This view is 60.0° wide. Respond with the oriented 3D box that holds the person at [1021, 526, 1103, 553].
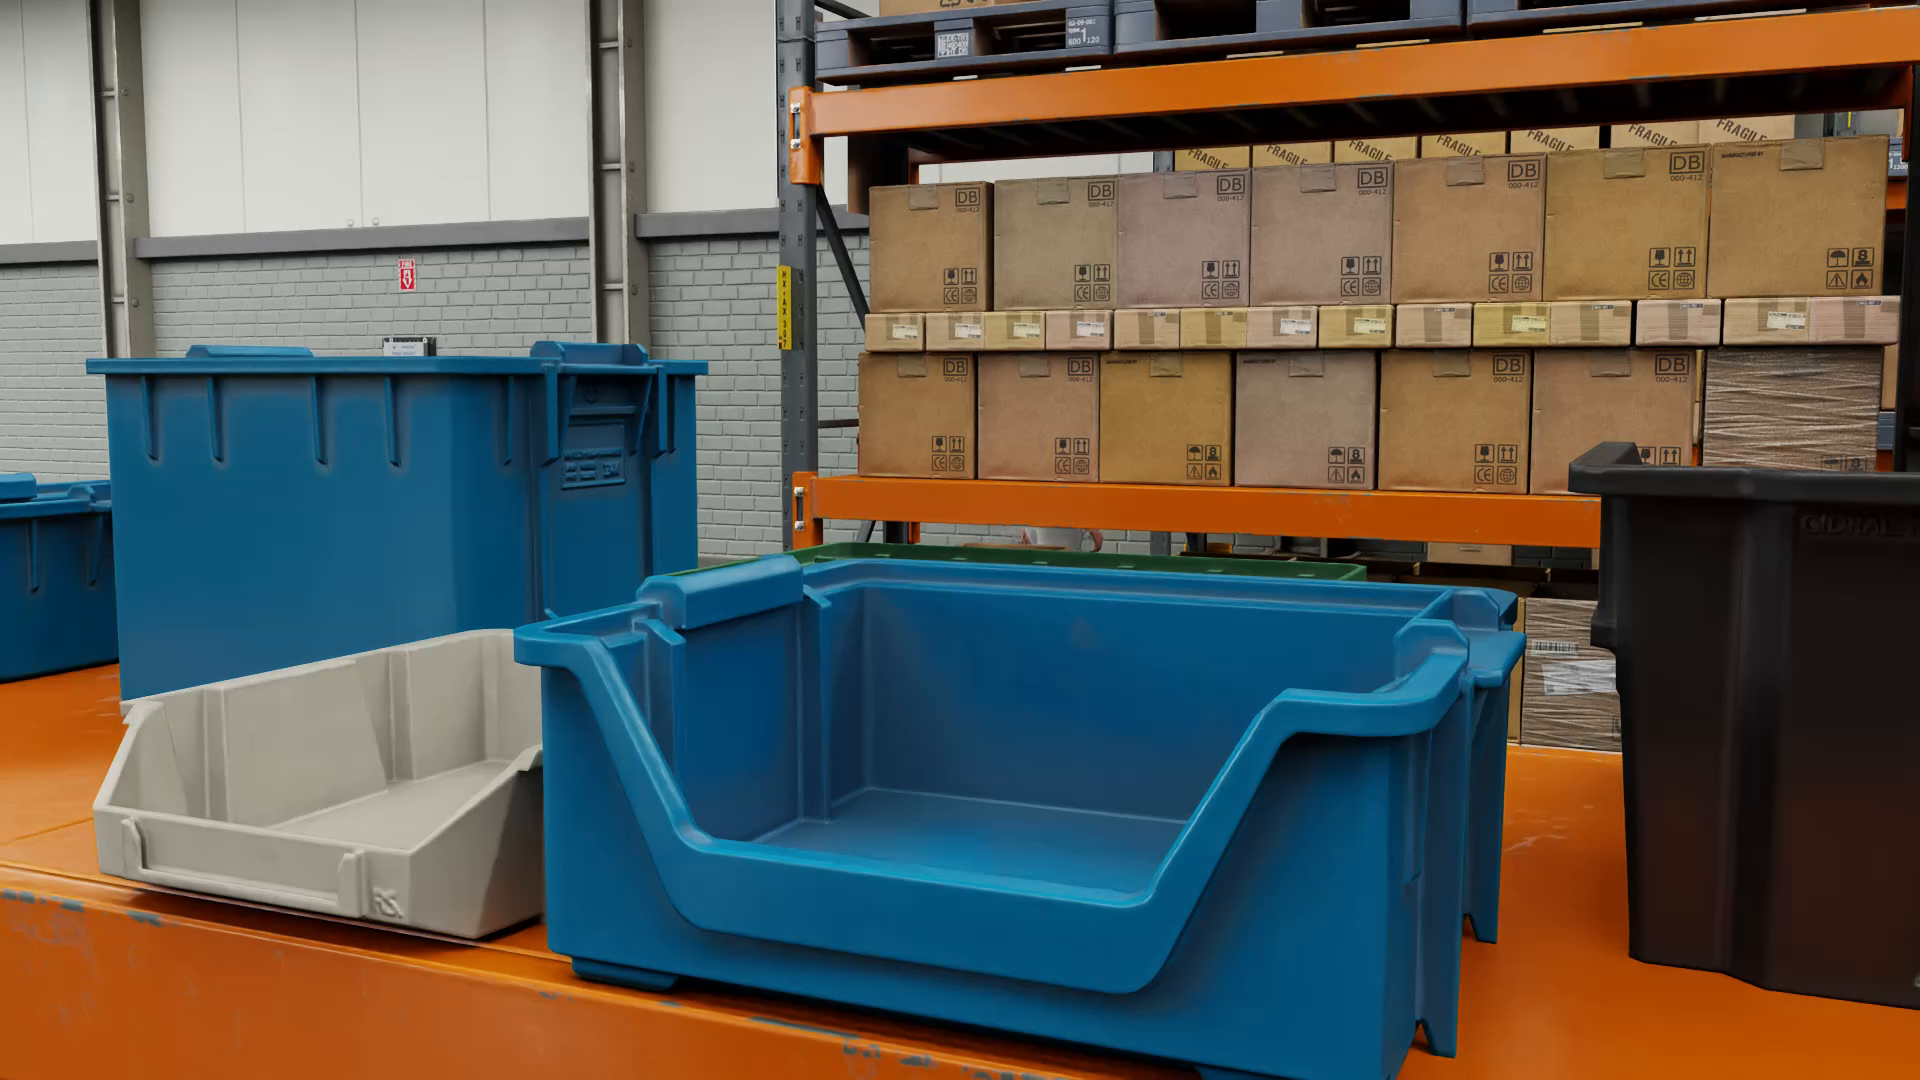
[{"bbox_3d":[0.594,-0.086,9.519,0.832,1.744,0.581,-3,6,-26],"label":"person"}]
